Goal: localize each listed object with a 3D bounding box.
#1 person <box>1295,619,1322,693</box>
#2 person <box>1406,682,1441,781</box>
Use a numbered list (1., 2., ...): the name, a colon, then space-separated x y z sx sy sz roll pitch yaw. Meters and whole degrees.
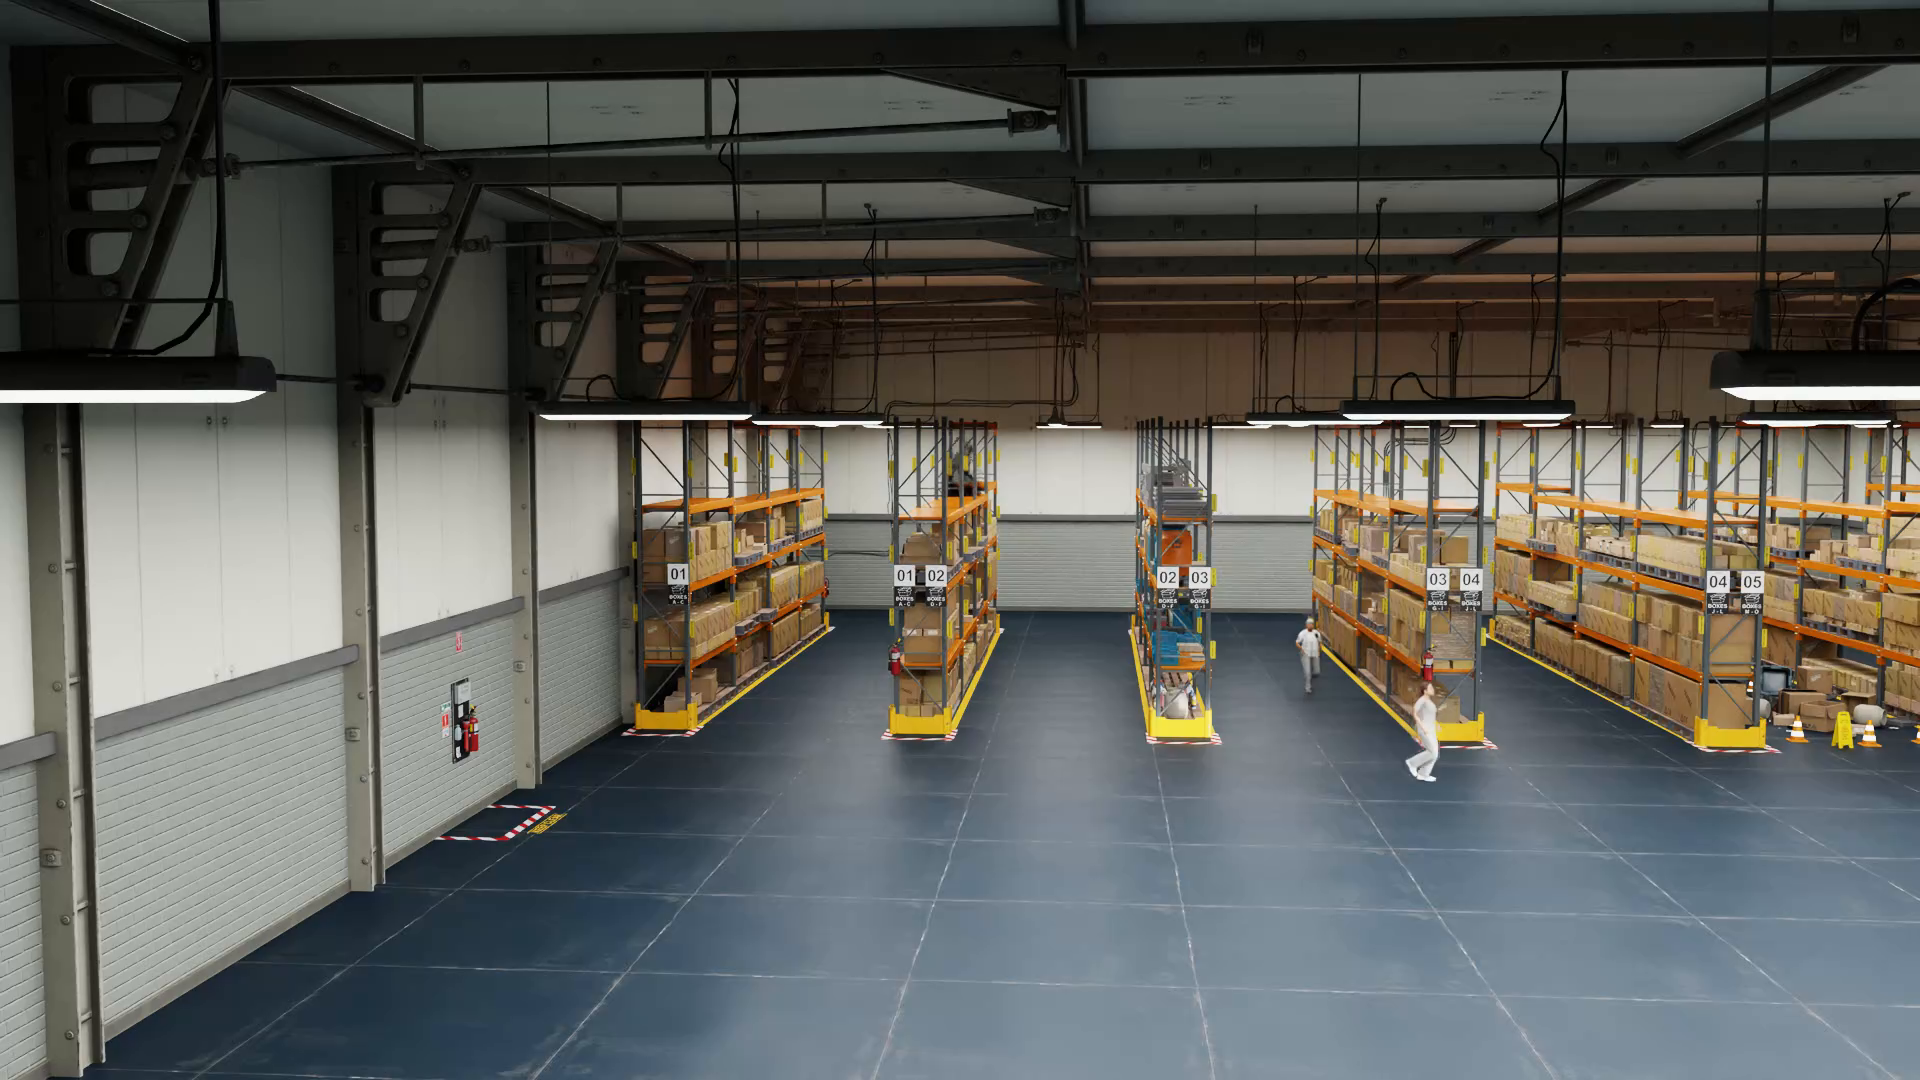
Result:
1. person: 7.652 2.536 36.430 0.588 1.616 0.555 0 4 -1
2. person: 7.608 3.130 27.255 0.535 1.632 0.559 3 5 35
